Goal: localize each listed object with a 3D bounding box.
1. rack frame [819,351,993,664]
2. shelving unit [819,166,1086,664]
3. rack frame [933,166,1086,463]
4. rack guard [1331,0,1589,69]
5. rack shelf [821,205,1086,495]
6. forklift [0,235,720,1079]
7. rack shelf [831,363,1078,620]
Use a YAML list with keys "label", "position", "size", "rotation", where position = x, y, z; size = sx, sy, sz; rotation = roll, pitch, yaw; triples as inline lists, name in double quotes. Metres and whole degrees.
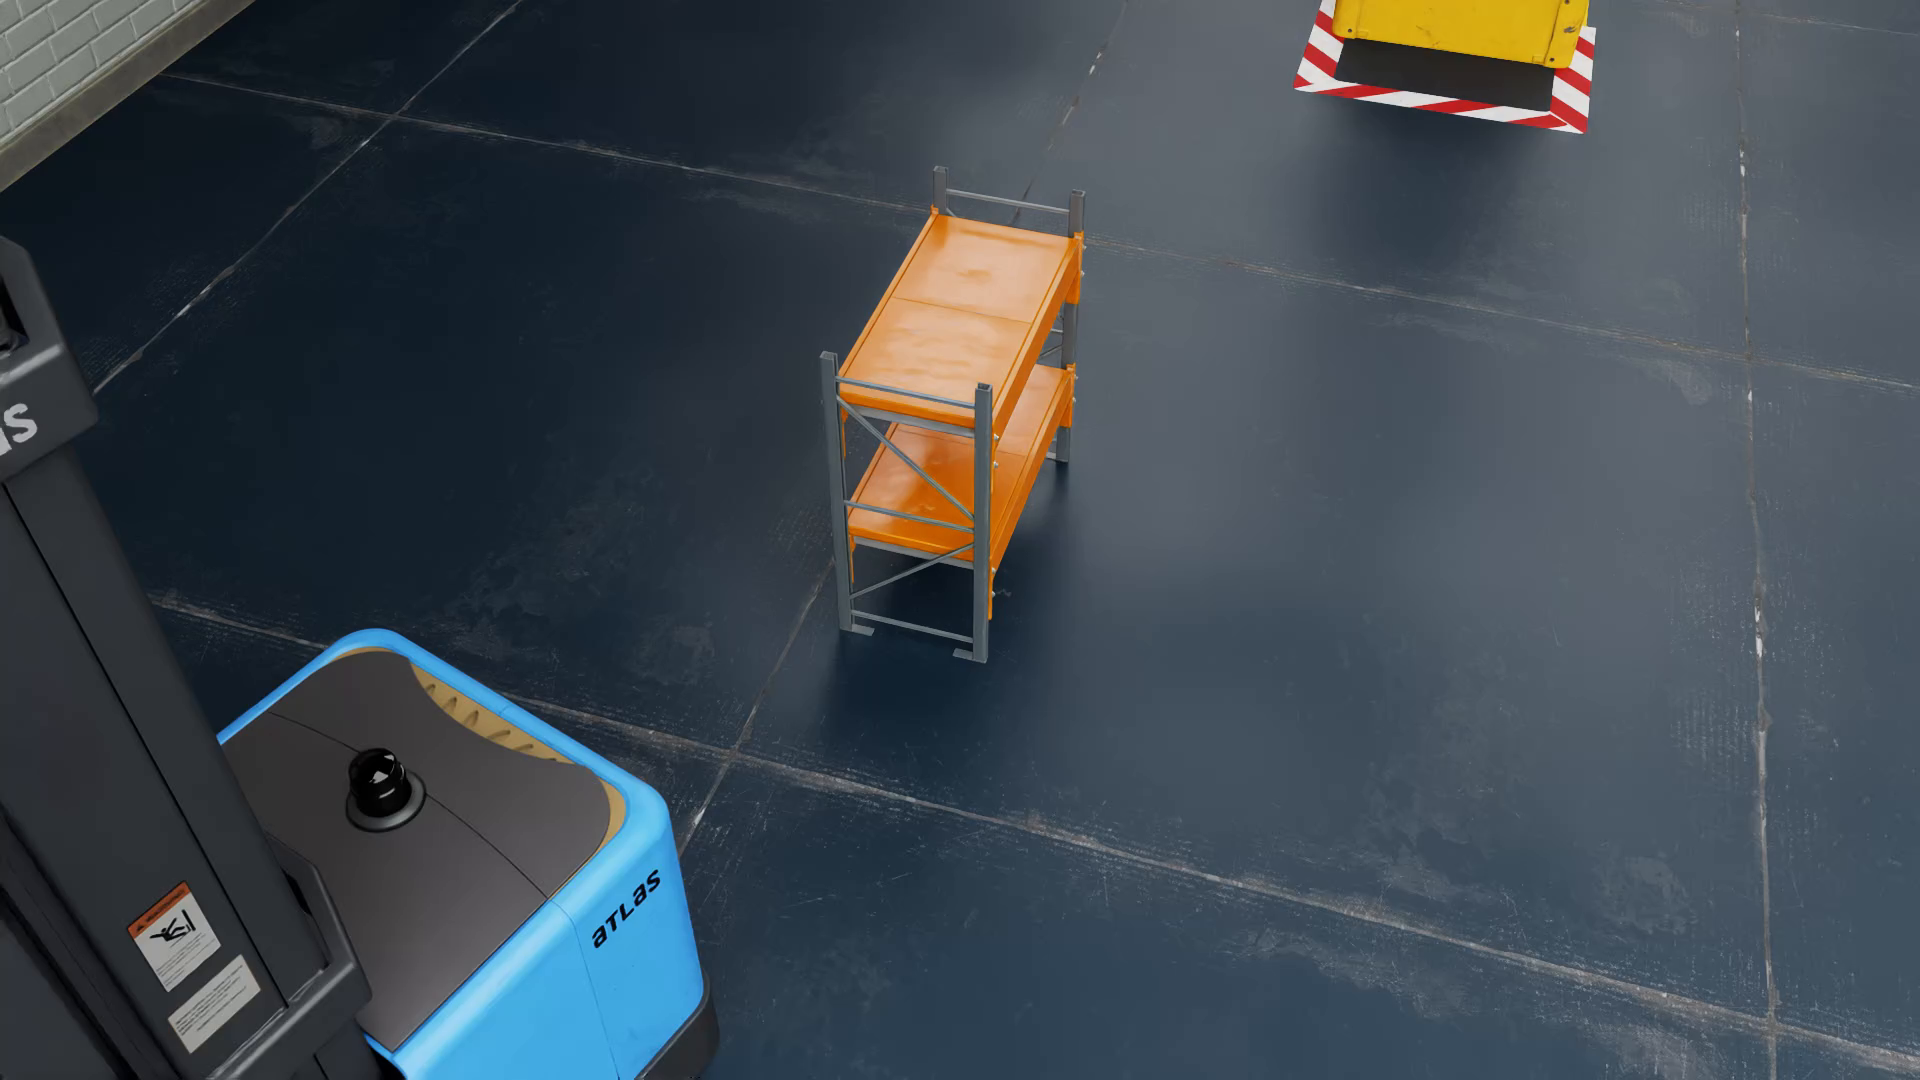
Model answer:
- label: "rack frame"
  position: [-0.152, -0.068, 5.015]
  size: [0.500, 1.125, 0.032]
  rotation: [13, 46, 13]
- label: "shelving unit"
  position: [0.002, -0.407, 5.361]
  size: [0.538, 1.125, 1.048]
  rotation: [13, 46, 13]
- label: "rack frame"
  position: [0.156, -0.745, 5.707]
  size: [0.500, 1.125, 0.032]
  rotation: [13, 46, 13]
- label: "rack guard"
  position: [2.461, -2.700, 8.152]
  size: [1.175, 0.500, 0.348]
  rotation: [13, 46, 13]
- label: "rack shelf"
  position: [0.002, -0.616, 5.156]
  size: [0.538, 0.278, 1.000]
  rotation: [13, 46, 13]
- label: "forklift"
  position: [-1.871, 0.950, 2.684]
  size: [1.130, 2.935, 3.031]
  rotation: [26, 50, 24]
- label: "rack shelf"
  position: [0.002, -0.232, 5.532]
  size: [0.538, 0.278, 1.000]
  rotation: [13, 46, 13]
